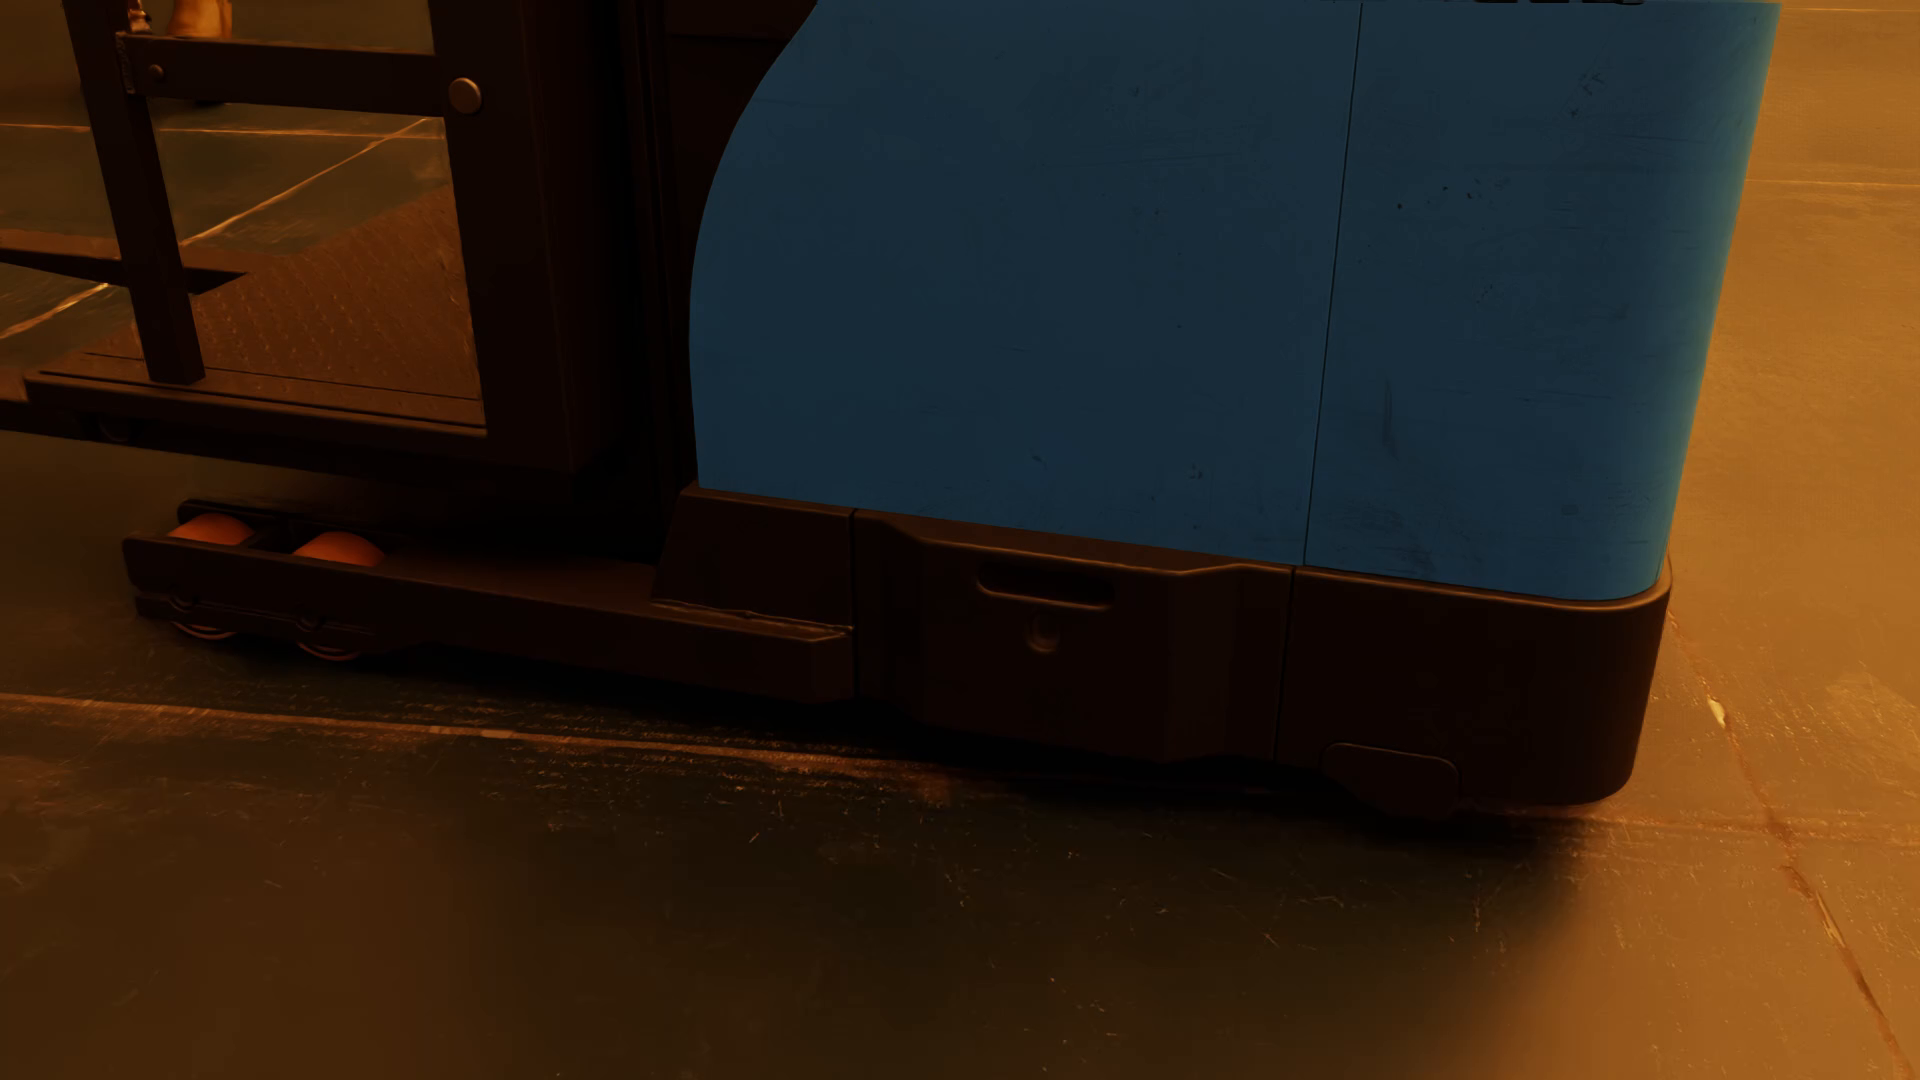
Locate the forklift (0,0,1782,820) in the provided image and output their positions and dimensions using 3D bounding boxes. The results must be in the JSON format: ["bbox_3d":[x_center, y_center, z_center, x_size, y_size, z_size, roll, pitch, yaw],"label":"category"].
[{"bbox_3d":[-0.591,-1.369,1.961,3.031,2.935,1.130,8,27,15],"label":"forklift"}]

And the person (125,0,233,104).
[{"bbox_3d":[-2.782,-2.063,4.969,1.143,1.556,0.939,-23,35,-38],"label":"person"}]
